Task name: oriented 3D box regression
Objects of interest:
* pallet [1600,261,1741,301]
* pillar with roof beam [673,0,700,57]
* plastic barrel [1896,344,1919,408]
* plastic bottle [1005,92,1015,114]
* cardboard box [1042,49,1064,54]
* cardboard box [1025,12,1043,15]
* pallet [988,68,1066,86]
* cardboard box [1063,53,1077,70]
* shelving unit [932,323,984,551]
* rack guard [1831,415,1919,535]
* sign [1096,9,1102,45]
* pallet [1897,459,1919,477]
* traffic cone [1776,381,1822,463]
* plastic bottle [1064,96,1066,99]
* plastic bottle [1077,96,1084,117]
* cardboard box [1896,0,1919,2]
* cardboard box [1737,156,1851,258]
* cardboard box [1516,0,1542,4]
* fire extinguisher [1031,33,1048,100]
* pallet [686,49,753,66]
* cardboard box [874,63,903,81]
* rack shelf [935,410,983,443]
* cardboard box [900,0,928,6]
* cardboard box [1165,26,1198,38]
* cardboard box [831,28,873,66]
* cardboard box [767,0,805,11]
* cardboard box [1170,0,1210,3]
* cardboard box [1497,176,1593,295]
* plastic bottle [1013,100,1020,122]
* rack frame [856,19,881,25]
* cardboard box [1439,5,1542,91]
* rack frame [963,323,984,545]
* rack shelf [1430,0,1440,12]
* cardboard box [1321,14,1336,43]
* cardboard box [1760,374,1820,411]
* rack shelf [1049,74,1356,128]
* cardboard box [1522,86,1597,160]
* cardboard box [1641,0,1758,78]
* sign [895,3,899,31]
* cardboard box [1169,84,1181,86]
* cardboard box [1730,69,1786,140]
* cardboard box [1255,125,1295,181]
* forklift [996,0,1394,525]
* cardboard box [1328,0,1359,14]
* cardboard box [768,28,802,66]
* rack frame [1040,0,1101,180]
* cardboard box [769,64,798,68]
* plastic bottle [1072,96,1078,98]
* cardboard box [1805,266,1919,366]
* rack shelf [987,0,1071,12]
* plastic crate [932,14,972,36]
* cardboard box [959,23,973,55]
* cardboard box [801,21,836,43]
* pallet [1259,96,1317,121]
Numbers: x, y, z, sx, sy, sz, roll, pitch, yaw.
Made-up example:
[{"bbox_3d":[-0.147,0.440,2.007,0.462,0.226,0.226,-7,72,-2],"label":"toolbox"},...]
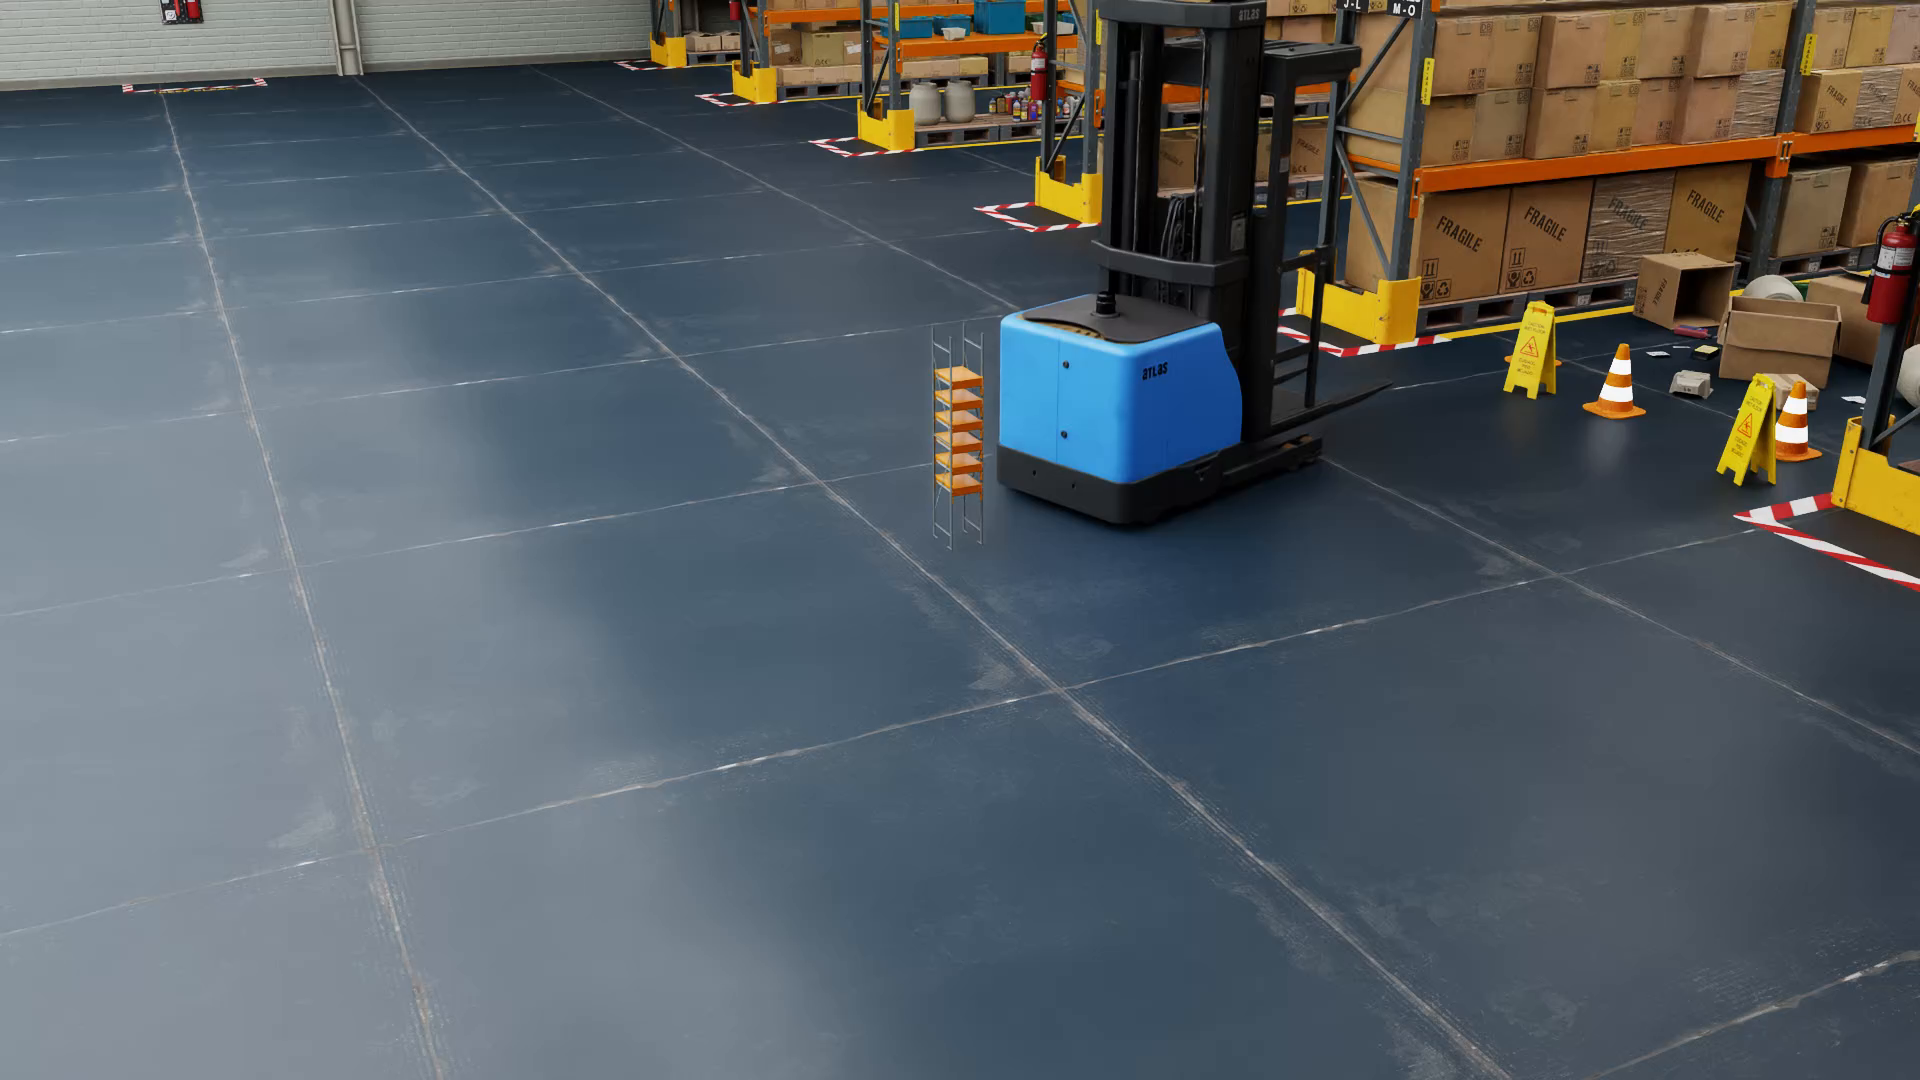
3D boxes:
[{"bbox_3d":[6.076,-2.394,14.733,1.213,0.211,1.003,-10,25,-24],"label":"pallet"},{"bbox_3d":[-3.191,-11.667,25.647,0.400,9.000,9.100,-10,25,-24],"label":"pillar with roof beam"},{"bbox_3d":[6.634,-1.103,11.337,0.421,0.421,0.512,6,23,13],"label":"plastic barrel"},{"bbox_3d":[0.687,-5.984,22.746,0.135,0.276,0.152,-10,25,-23],"label":"plastic bottle"},{"bbox_3d":[1.376,-8.169,27.351,0.500,0.311,0.500,-11,25,-24],"label":"cardboard box"},{"bbox_3d":[1.269,-10.203,32.646,0.500,0.500,0.700,-10,25,-23],"label":"cardboard box"},{"bbox_3d":[1.089,-7.769,27.719,1.213,0.211,1.003,-10,25,-24],"label":"pallet"},{"bbox_3d":[1.840,-7.998,27.673,0.500,0.250,0.500,-11,25,-25],"label":"cardboard box"},{"bbox_3d":[-0.013,-0.552,8.991,0.189,1.200,0.258,-10,25,-24],"label":"shelving unit"},{"bbox_3d":[5.498,-0.286,9.264,0.348,0.500,1.175,-10,25,-24],"label":"rack guard"},{"bbox_3d":[1.367,-5.057,16.389,0.005,0.325,0.100,-10,25,-24],"label":"sign"},{"bbox_3d":[6.245,-0.275,9.616,1.213,0.211,1.003,-10,25,-24],"label":"pallet"},{"bbox_3d":[5.257,-0.772,10.487,0.334,0.463,0.336,-10,25,-24],"label":"traffic cone"},{"bbox_3d":[1.510,-6.171,23.102,0.185,0.351,0.144,-12,25,-26],"label":"plastic bottle"},{"bbox_3d":[1.668,-5.902,22.451,0.185,0.351,0.144,-11,25,-24],"label":"plastic bottle"},{"bbox_3d":[8.614,-4.627,15.044,0.500,0.500,0.700,-11,25,-24],"label":"cardboard box"},{"bbox_3d":[7.316,-3.070,15.113,0.750,0.750,1.050,-11,25,-24],"label":"cardboard box"},{"bbox_3d":[6.257,-6.068,19.281,0.637,0.503,0.797,-8,24,-18],"label":"cardboard box"},{"bbox_3d":[0.828,-4.948,17.359,0.183,0.674,0.296,-10,25,-24],"label":"fire extinguisher"},{"bbox_3d":[-4.498,-8.812,30.238,1.213,0.211,1.003,-10,25,-24],"label":"pallet"},{"bbox_3d":[-1.230,-7.443,26.330,0.500,0.250,0.500,-10,25,-24],"label":"cardboard box"},{"bbox_3d":[-0.013,-0.622,8.962,0.180,0.103,0.258,-10,25,-24],"label":"rack shelf"},{"bbox_3d":[-0.881,-8.721,26.241,0.500,0.500,0.700,-10,25,-23],"label":"cardboard box"},{"bbox_3d":[2.037,-5.234,17.428,0.500,0.500,0.875,-10,25,-24],"label":"cardboard box"},{"bbox_3d":[-1.687,-7.712,26.000,0.500,0.500,0.500,-10,25,-24],"label":"cardboard box"},{"bbox_3d":[-2.736,-8.378,25.413,0.500,0.500,0.700,-10,25,-24],"label":"cardboard box"},{"bbox_3d":[2.199,-5.567,16.927,0.500,0.500,0.500,-10,25,-24],"label":"cardboard box"},{"bbox_3d":[4.566,-2.612,13.843,0.875,0.875,0.875,-11,25,-24],"label":"cardboard box"},{"bbox_3d":[0.752,-5.687,22.035,0.097,0.271,0.097,0,22,0],"label":"plastic bottle"},{"bbox_3d":[-1.709,-10.628,30.981,0.127,3.000,1.000,-10,25,-24],"label":"rack frame"},{"bbox_3d":[3.998,-3.857,13.015,0.550,0.550,0.875,-10,25,-24],"label":"cardboard box"},{"bbox_3d":[0.069,-0.567,9.028,0.006,1.200,0.240,-10,25,-24],"label":"rack frame"},{"bbox_3d":[4.993,-4.503,13.202,4.000,0.370,1.077,-10,25,-24],"label":"rack shelf"},{"bbox_3d":[3.837,-5.567,18.233,0.500,0.500,0.875,-10,25,-24],"label":"cardboard box"},{"bbox_3d":[5.733,-1.025,11.508,0.250,0.149,0.380,2,23,4],"label":"cardboard box"},{"bbox_3d":[2.933,-4.843,17.945,4.000,0.370,1.077,-10,25,-24],"label":"rack shelf"},{"bbox_3d":[4.551,-3.413,13.352,0.550,0.550,0.875,-10,25,-24],"label":"cardboard box"},{"bbox_3d":[6.003,-4.169,13.768,0.550,0.550,0.875,-10,25,-24],"label":"cardboard box"},{"bbox_3d":[-0.782,-6.488,20.617,0.005,0.325,0.100,-10,25,-24],"label":"sign"},{"bbox_3d":[2.173,-4.813,17.259,0.250,0.149,0.380,-10,25,-24],"label":"cardboard box"},{"bbox_3d":[6.468,-3.785,14.253,0.550,0.550,0.875,-10,25,-24],"label":"cardboard box"},{"bbox_3d":[3.320,-4.266,18.330,0.500,0.500,0.500,-13,26,-28],"label":"cardboard box"},{"bbox_3d":[1.622,-1.907,10.002,3.031,2.935,1.130,-21,30,-40],"label":"forklift"},{"bbox_3d":[3.999,-5.900,17.731,0.500,0.500,0.500,-10,25,-24],"label":"cardboard box"},{"bbox_3d":[-2.808,-7.720,26.020,0.500,0.500,0.500,-10,25,-24],"label":"cardboard box"},{"bbox_3d":[1.131,-4.844,17.006,0.127,3.000,1.000,-10,25,-24],"label":"rack frame"},{"bbox_3d":[-2.807,-7.373,26.162,0.500,0.250,0.500,-10,25,-24],"label":"cardboard box"},{"bbox_3d":[1.602,-6.100,23.034,0.097,0.271,0.097,0,22,0],"label":"plastic bottle"},{"bbox_3d":[6.753,-1.660,12.400,0.503,0.637,0.797,-10,25,-24],"label":"cardboard box"},{"bbox_3d":[2.245,-8.921,27.797,4.000,0.370,1.077,-10,25,-24],"label":"rack shelf"},{"bbox_3d":[-0.108,-6.774,21.863,0.408,0.251,0.499,-10,25,-24],"label":"plastic crate"},{"bbox_3d":[-0.111,-8.223,27.235,0.500,0.500,0.500,-10,25,-24],"label":"cardboard box"},{"bbox_3d":[-2.627,-9.491,30.926,0.500,0.500,0.500,-12,26,-28],"label":"cardboard box"},{"bbox_3d":[4.379,-6.273,24.106,1.213,0.211,1.003,-10,25,-24],"label":"pallet"}]
